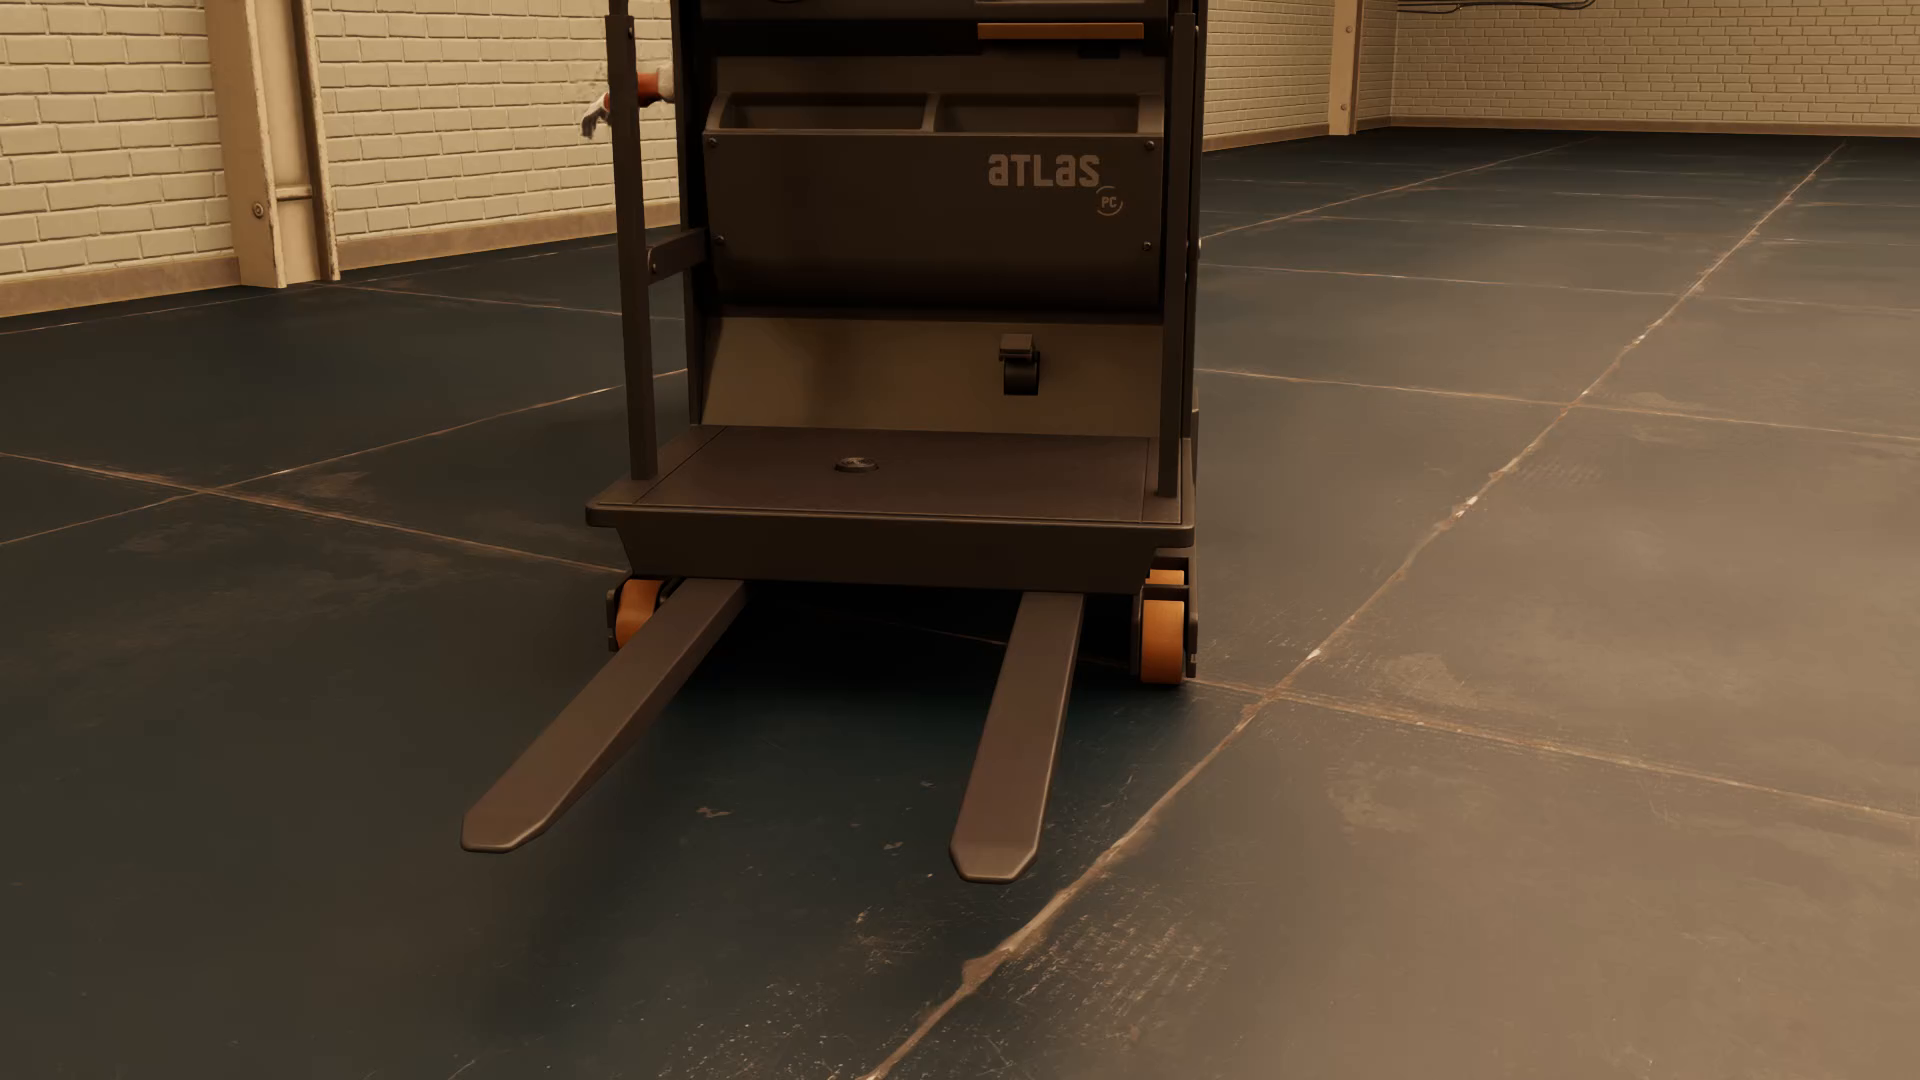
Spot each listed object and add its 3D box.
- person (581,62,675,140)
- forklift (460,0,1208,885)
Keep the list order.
[{"bbox_3d":[-0.586,-1.164,5.393,1.058,1.482,0.928,15,22,41],"label":"person"},{"bbox_3d":[-0.078,-1.236,3.048,1.130,2.935,3.031,2,17,7],"label":"forklift"}]
